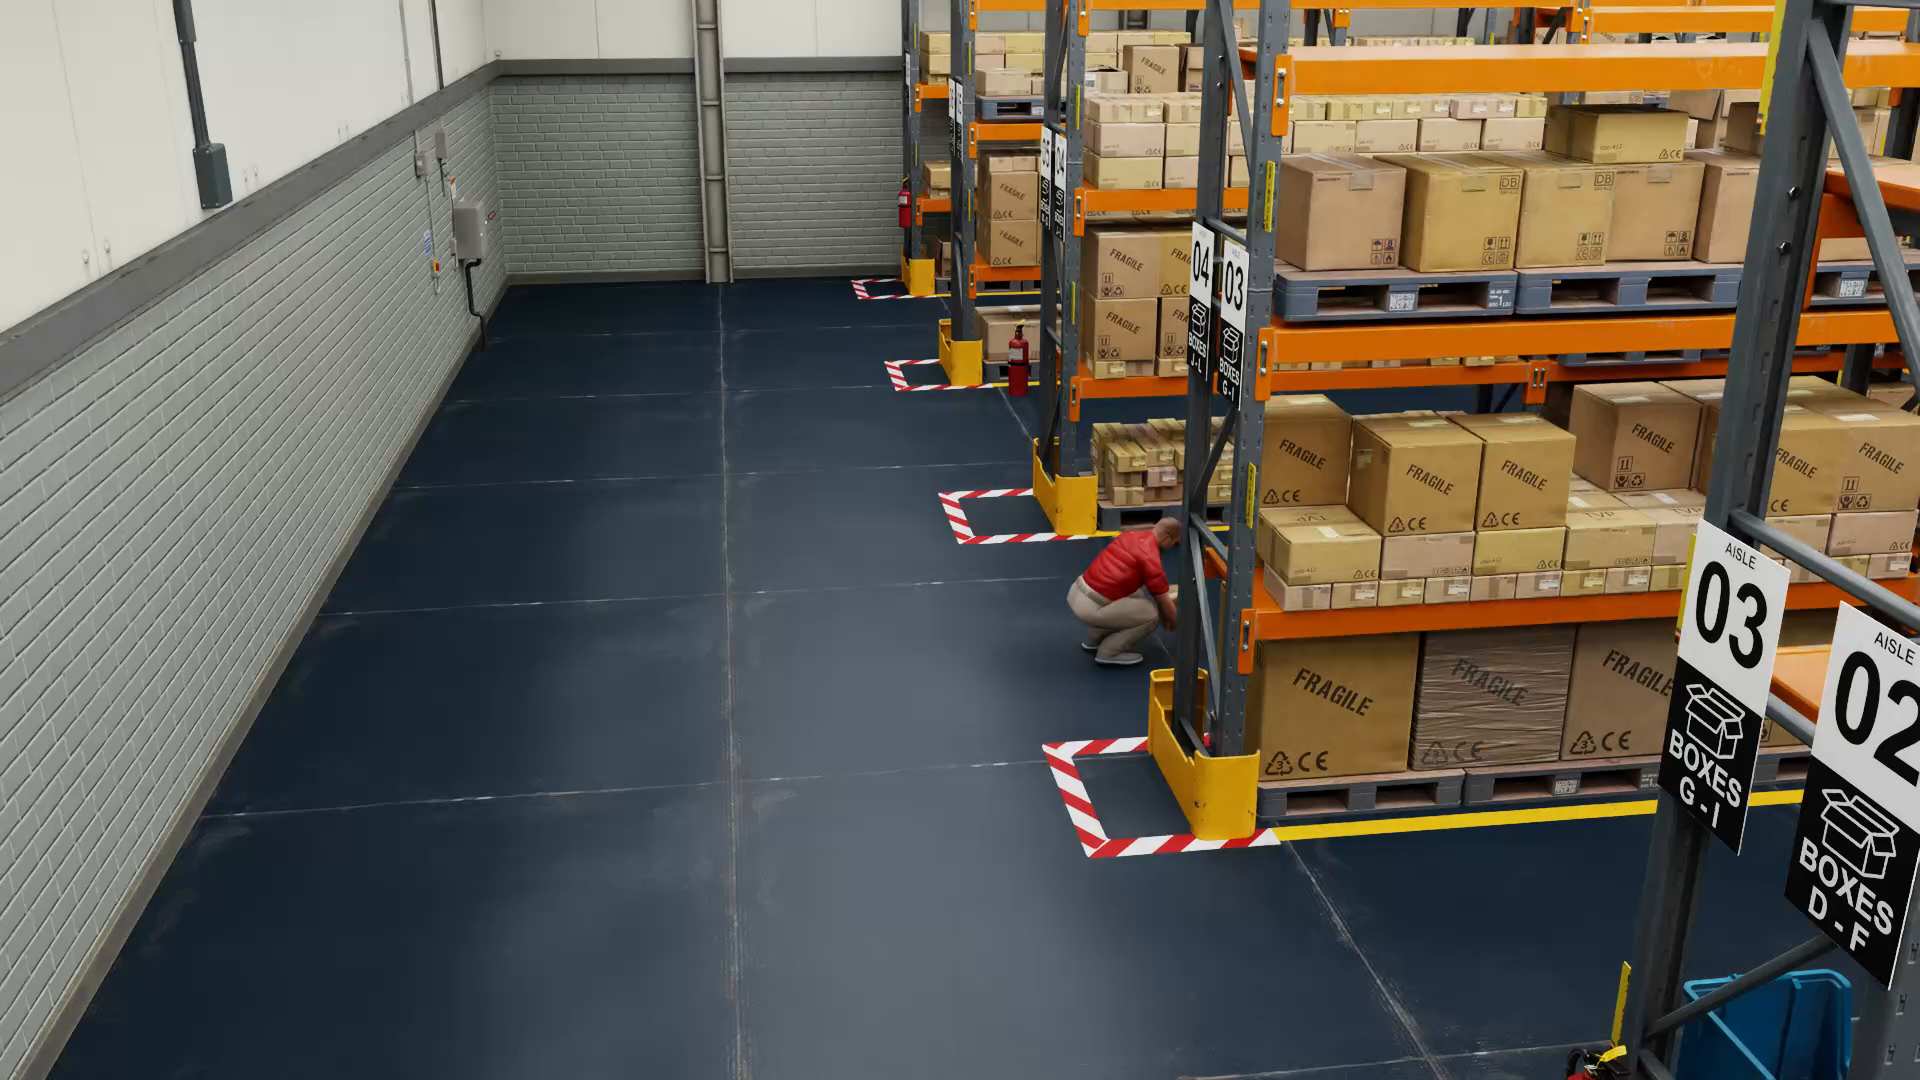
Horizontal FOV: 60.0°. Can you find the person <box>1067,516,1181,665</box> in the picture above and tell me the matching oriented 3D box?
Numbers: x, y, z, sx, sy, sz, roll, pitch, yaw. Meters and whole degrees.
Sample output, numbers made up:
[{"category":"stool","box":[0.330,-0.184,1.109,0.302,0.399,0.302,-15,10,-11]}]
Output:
[{"category":"person","box":[1.166,0.332,11.310,0.870,0.972,0.557,-3,20,-8]}]
